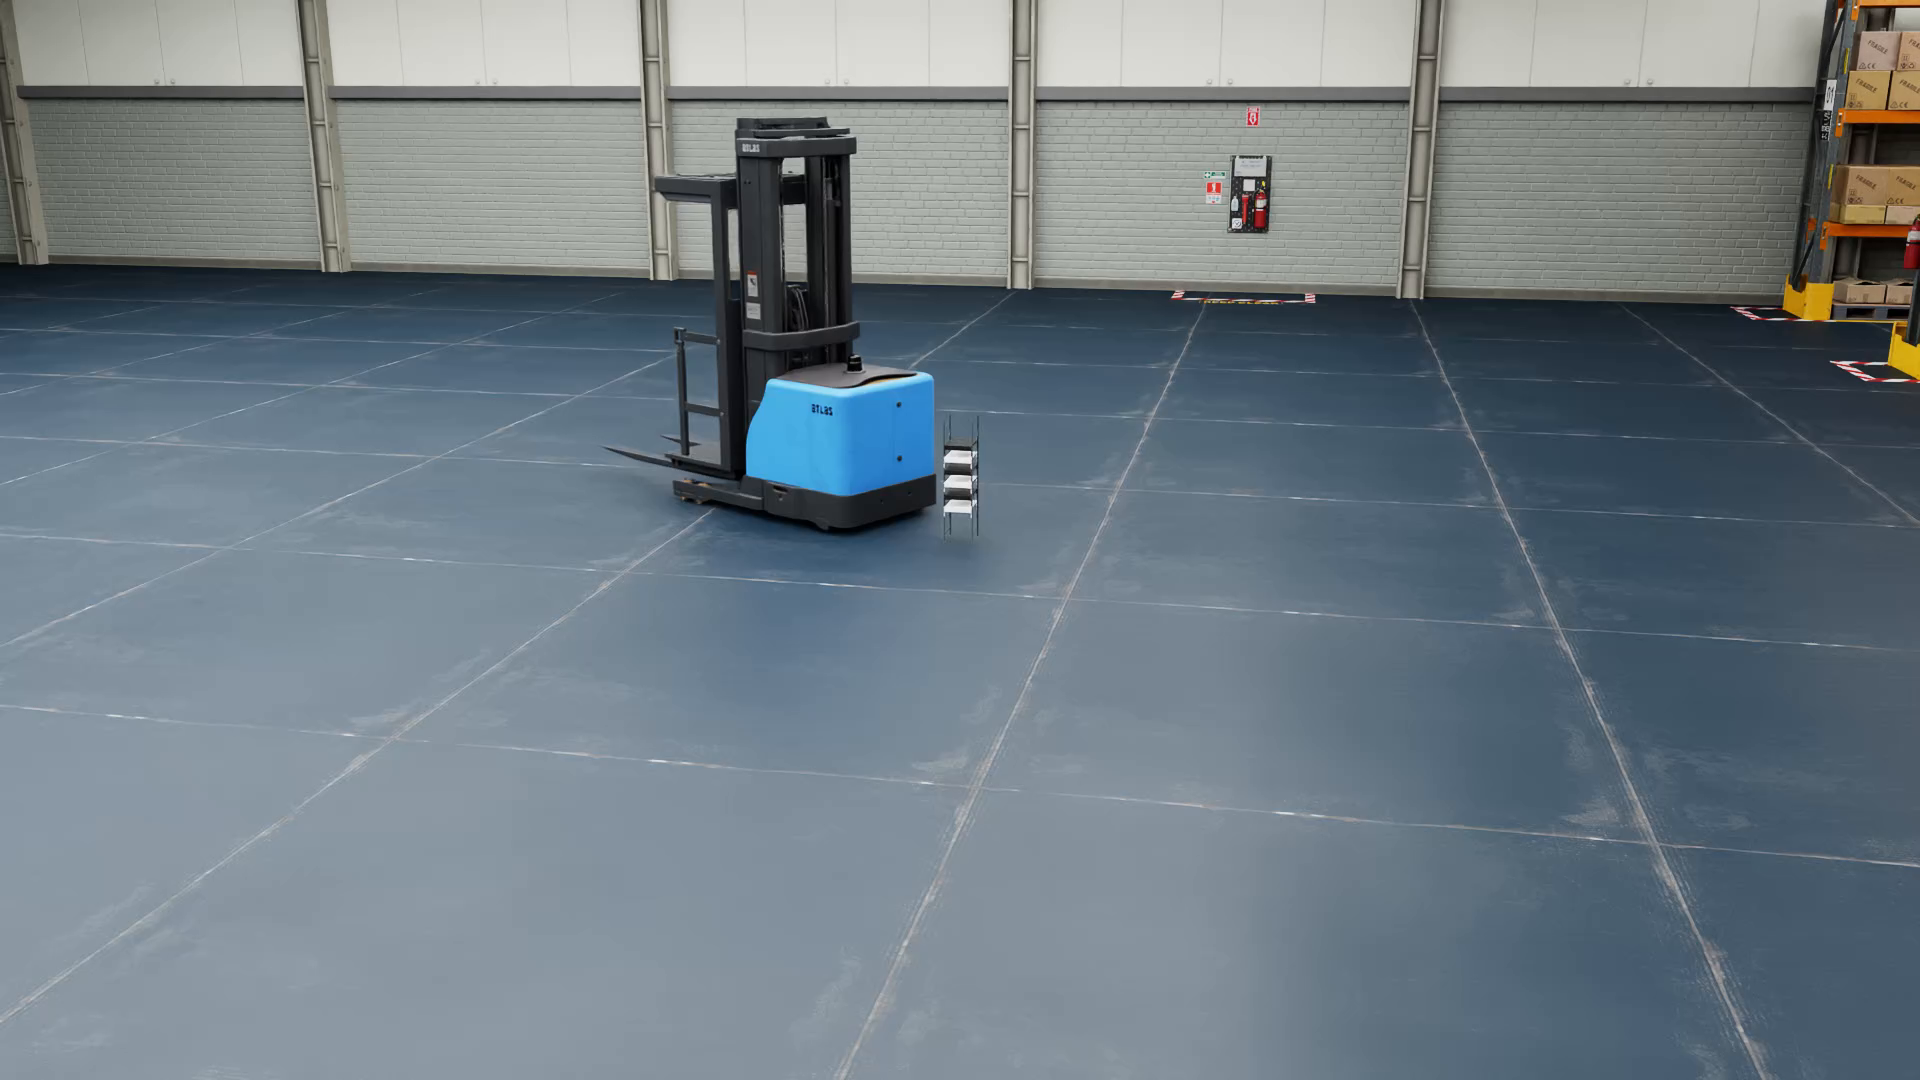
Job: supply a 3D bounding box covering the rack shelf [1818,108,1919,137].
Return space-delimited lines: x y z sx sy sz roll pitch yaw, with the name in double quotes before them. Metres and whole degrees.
"rack shelf" 13.831 -5.628 22.419 4.000 0.370 1.077 3 16 11

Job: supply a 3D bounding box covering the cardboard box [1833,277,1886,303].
"cardboard box" 12.532 -3.491 23.189 0.500 0.311 0.500 1 16 5

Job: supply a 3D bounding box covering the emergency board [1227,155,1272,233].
"emergency board" 4.436 -5.285 25.452 0.643 1.169 0.194 3 16 11

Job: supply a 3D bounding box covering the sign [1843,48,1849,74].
"sign" 11.764 -6.360 22.078 0.005 0.325 0.100 3 16 11

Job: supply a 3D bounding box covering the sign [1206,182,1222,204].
"sign" 3.915 -5.359 25.651 0.234 0.329 0.001 3 16 11

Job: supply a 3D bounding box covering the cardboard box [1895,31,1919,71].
"cardboard box" 12.682 -6.497 22.110 0.500 0.500 0.500 3 16 10

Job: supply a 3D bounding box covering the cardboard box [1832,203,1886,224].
"cardboard box" 12.286 -4.464 22.731 0.500 0.250 0.500 3 16 9

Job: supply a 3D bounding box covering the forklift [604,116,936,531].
"forklift" -1.630 -1.786 12.948 3.031 2.935 1.130 13 20 39

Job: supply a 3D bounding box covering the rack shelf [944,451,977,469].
"rack shelf" 0.008 -0.575 11.831 0.200 0.077 0.258 3 16 11

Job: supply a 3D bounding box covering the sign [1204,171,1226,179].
"sign" 3.918 -5.611 25.571 0.331 0.109 0.001 3 16 11

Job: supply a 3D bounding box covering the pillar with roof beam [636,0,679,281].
"pillar with roof beam" -5.767 -7.547 22.380 0.400 9.000 9.100 3 16 11

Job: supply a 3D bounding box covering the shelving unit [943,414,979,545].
"shelving unit" 0.008 -0.433 11.870 0.210 0.900 0.258 3 16 11

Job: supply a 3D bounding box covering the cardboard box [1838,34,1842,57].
"cardboard box" 12.346 -6.666 22.721 0.500 0.500 0.500 4 16 14

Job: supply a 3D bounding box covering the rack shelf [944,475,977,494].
"rack shelf" 0.008 -0.401 11.879 0.200 0.077 0.258 3 16 11

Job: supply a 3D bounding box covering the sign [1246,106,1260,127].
"sign" 4.448 -6.429 25.239 0.199 0.298 0.001 3 16 11

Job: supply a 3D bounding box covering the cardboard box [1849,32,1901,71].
"cardboard box" 12.201 -6.537 22.254 0.500 0.500 0.500 2 16 7

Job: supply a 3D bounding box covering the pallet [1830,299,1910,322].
"pallet" 12.735 -3.235 23.275 1.213 0.211 1.003 3 16 11

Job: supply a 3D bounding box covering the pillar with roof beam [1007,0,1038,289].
"pillar with roof beam" 0.113 -7.228 21.228 0.400 9.000 9.100 3 16 11

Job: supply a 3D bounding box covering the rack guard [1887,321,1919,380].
"rack guard" 10.864 -2.136 18.766 0.348 0.500 1.175 3 16 11

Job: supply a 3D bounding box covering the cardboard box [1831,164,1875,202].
"cardboard box" 12.376 -4.965 23.135 0.500 0.500 0.500 3 16 10

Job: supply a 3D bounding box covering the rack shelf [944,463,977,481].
"rack shelf" 0.008 -0.488 11.855 0.200 0.077 0.258 3 16 11

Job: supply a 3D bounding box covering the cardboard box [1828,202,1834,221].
"cardboard box" 12.368 -4.599 23.218 0.500 0.250 0.500 3 16 12

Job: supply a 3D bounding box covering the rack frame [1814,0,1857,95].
"rack frame" 11.872 -7.527 22.306 0.127 3.000 1.000 3 16 11

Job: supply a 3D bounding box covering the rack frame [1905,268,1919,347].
"rack frame" 10.888 -3.339 18.428 0.127 3.000 1.000 3 16 11

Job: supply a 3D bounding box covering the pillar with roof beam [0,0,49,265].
"pillar with roof beam" -17.526 -8.185 24.684 0.400 9.000 9.100 3 16 11

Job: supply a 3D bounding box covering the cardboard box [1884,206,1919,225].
"cardboard box" 12.798 -4.440 22.645 0.500 0.250 0.500 3 16 9

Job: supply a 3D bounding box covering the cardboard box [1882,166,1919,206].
"cardboard box" 12.762 -4.801 22.545 0.500 0.500 0.500 3 16 11

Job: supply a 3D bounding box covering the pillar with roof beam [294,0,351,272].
"pillar with roof beam" -11.647 -7.866 23.532 0.400 9.000 9.100 3 16 11

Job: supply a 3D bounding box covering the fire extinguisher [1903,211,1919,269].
"fire extinguisher" 10.865 -3.430 18.900 0.183 0.674 0.296 3 16 11

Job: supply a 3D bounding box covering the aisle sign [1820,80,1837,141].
"aisle sign" 11.741 -5.814 22.491 0.004 0.787 0.394 3 16 11

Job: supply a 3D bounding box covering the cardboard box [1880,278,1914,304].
"cardboard box" 13.090 -3.461 23.080 0.500 0.311 0.500 4 16 16

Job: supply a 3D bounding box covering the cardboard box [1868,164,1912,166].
"cardboard box" 12.867 -4.935 23.029 0.500 0.500 0.500 3 16 12

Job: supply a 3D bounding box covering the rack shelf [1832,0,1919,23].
"rack shelf" 13.831 -7.072 22.019 4.000 0.370 1.077 3 16 11

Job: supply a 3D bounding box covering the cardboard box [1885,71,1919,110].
"cardboard box" 12.669 -6.018 22.254 0.500 0.500 0.500 4 16 15

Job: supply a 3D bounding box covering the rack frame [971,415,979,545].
"rack frame" 0.108 -0.428 11.851 0.006 0.900 0.240 3 16 11

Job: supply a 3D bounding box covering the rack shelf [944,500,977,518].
"rack shelf" 0.008 -0.228 11.927 0.200 0.077 0.258 3 16 11

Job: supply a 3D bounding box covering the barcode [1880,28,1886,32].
"barcode" 12.667 -6.993 22.816 0.075 0.075 0.001 3 16 11

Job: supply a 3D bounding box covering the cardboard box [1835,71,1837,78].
"cardboard box" 12.331 -6.183 22.850 0.500 0.500 0.500 4 16 15

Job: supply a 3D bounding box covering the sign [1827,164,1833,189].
"sign" 11.764 -4.911 22.479 0.005 0.325 0.100 3 16 11

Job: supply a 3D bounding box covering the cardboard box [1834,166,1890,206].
"cardboard box" 12.279 -4.830 22.649 0.500 0.500 0.500 3 16 11

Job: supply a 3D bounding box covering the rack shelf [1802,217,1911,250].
"rack shelf" 13.831 -4.182 22.819 4.000 0.370 1.077 3 16 11

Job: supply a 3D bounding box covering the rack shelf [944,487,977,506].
"rack shelf" 0.008 -0.314 11.903 0.200 0.077 0.258 3 16 11

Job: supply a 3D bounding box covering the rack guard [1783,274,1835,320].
"rack guard" 11.946 -3.427 23.426 0.348 0.500 1.175 3 16 11

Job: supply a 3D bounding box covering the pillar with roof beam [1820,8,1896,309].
"pillar with roof beam" 11.872 -6.589 18.923 0.400 9.000 9.100 3 16 11

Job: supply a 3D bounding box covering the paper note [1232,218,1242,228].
"paper note" 4.276 -4.888 25.669 0.142 0.148 0.016 3 16 11

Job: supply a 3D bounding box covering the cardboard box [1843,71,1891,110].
"cardboard box" 12.149 -6.056 22.390 0.500 0.500 0.500 4 16 13

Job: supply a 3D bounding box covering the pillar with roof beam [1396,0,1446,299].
"pillar with roof beam" 5.992 -6.909 20.075 0.400 9.000 9.100 3 16 11

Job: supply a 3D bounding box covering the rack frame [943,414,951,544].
"rack frame" -0.092 -0.439 11.890 0.006 0.900 0.240 3 16 11

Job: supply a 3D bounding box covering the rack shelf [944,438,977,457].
"rack shelf" 0.008 -0.661 11.807 0.200 0.077 0.258 3 16 11

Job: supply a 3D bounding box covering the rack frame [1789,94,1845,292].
"rack frame" 11.872 -4.635 23.107 0.127 3.000 1.000 3 16 11
